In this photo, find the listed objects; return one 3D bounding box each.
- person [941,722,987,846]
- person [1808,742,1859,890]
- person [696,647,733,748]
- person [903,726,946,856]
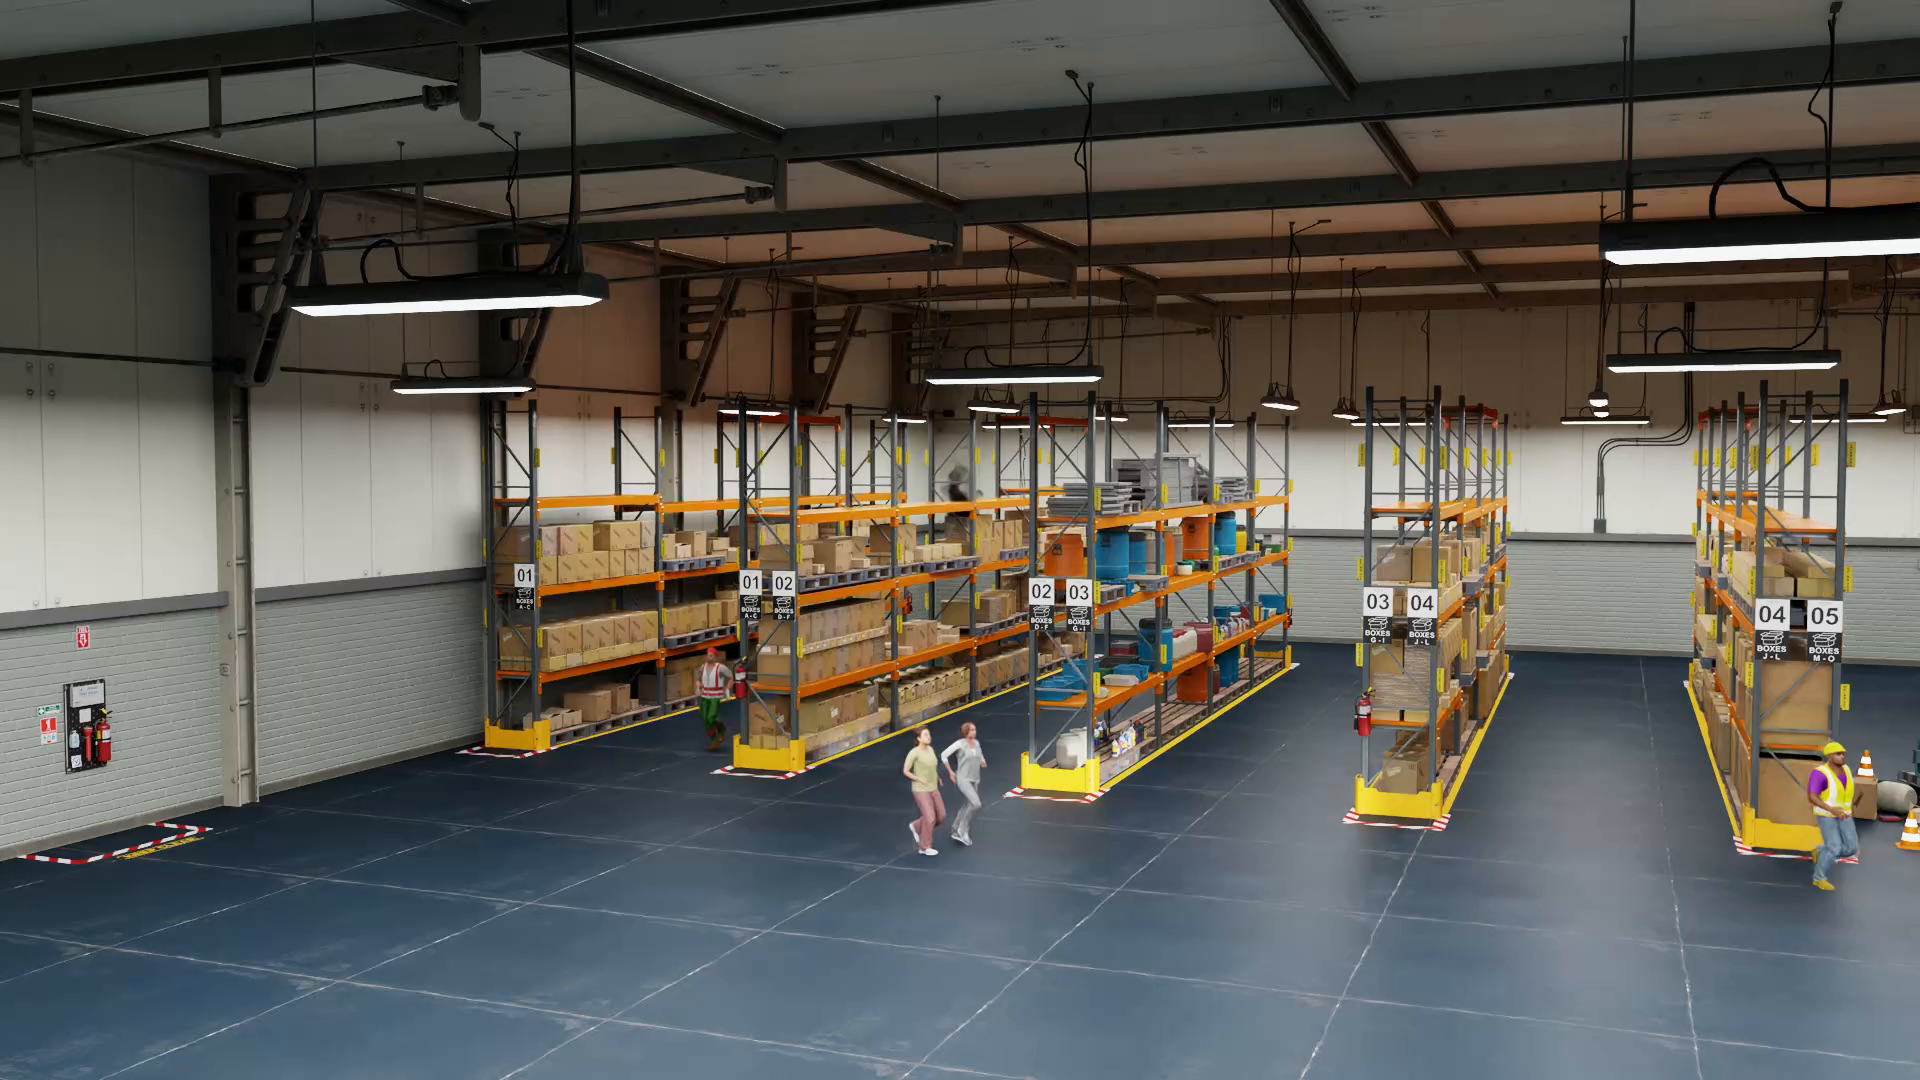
[{"bbox_3d":[0.111,3.138,21.472,0.625,1.585,0.519,3,4,42],"label":"person"},{"bbox_3d":[10.142,3.194,19.267,0.733,1.725,0.658,-1,3,-18],"label":"person"},{"bbox_3d":[-4.280,2.718,28.539,0.649,1.744,0.578,1,3,20],"label":"person"},{"bbox_3d":[-0.468,3.152,20.982,0.567,1.620,0.578,3,4,42],"label":"person"}]
